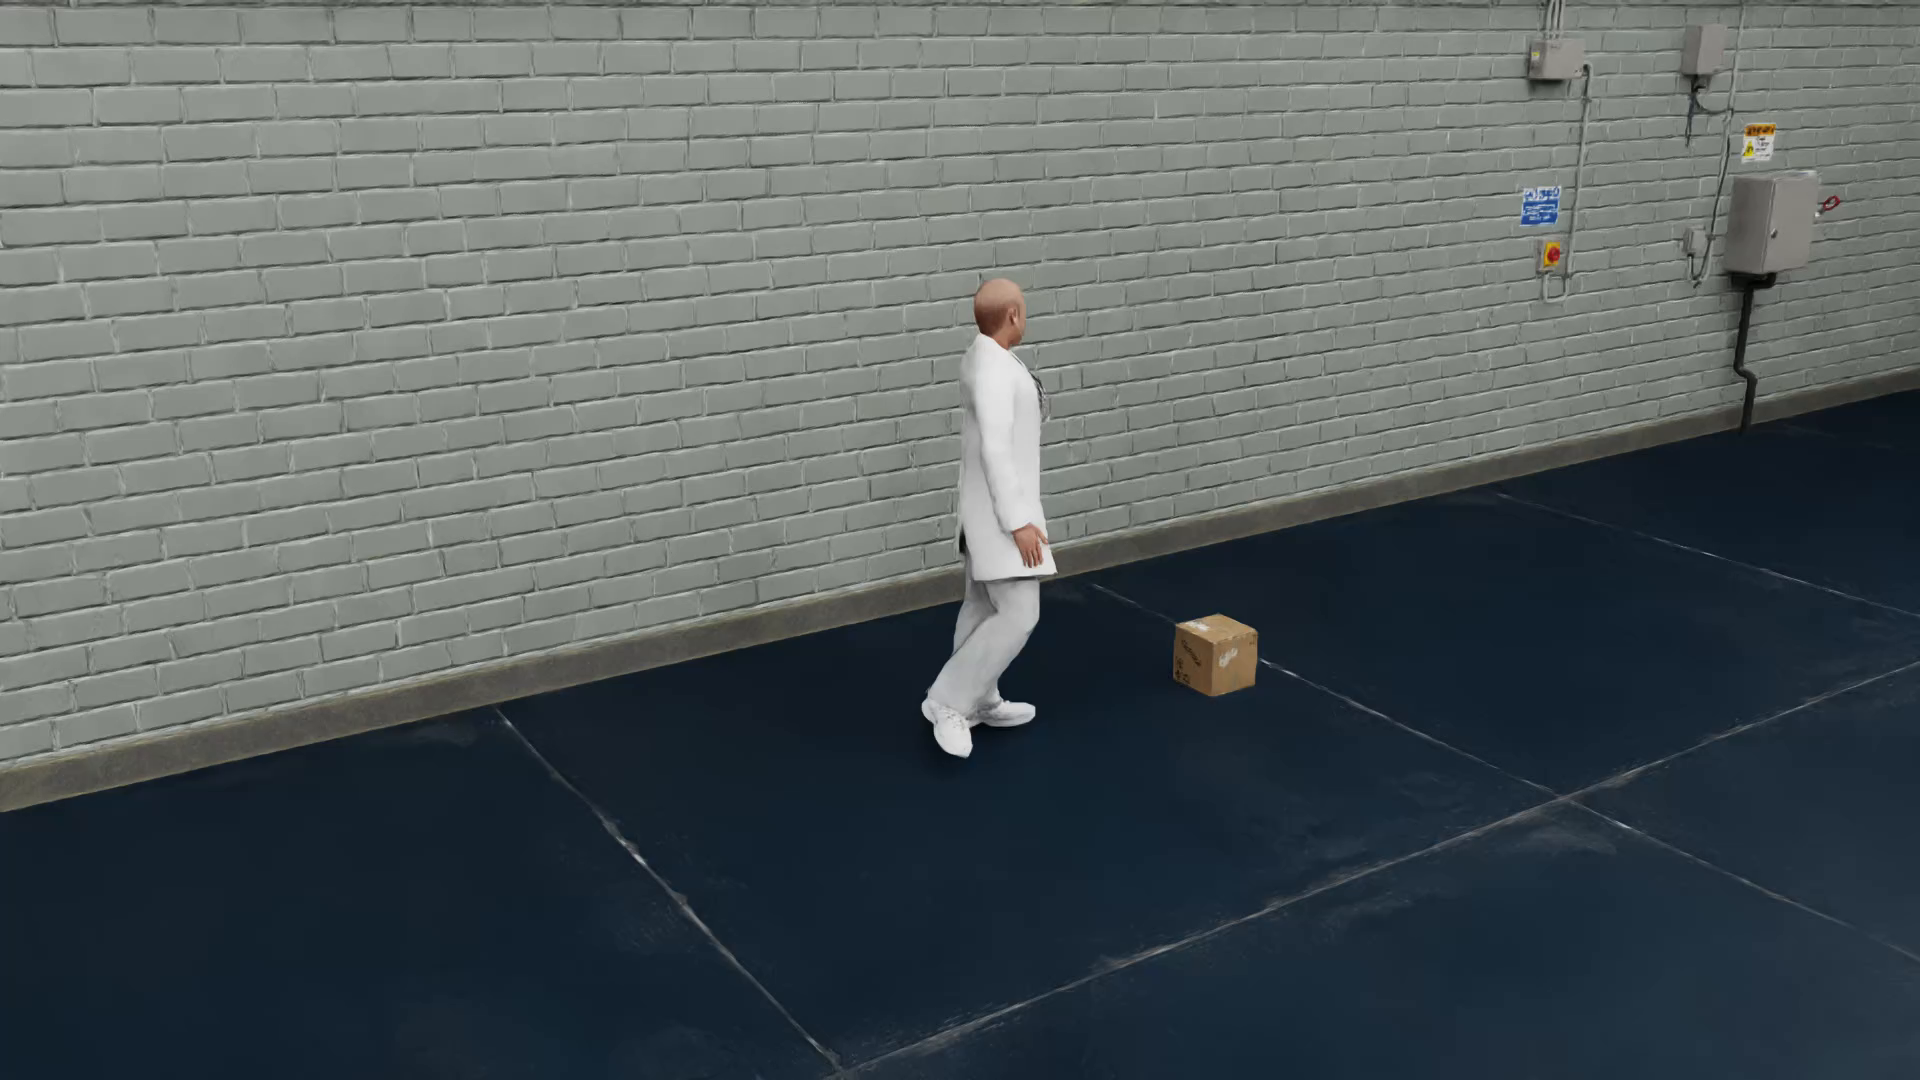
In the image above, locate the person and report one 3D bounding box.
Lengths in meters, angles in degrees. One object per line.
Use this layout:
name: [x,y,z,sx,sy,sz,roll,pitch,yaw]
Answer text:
person: [0.104,-0.088,6.290,0.514,1.771,0.768,-1,18,-2]
